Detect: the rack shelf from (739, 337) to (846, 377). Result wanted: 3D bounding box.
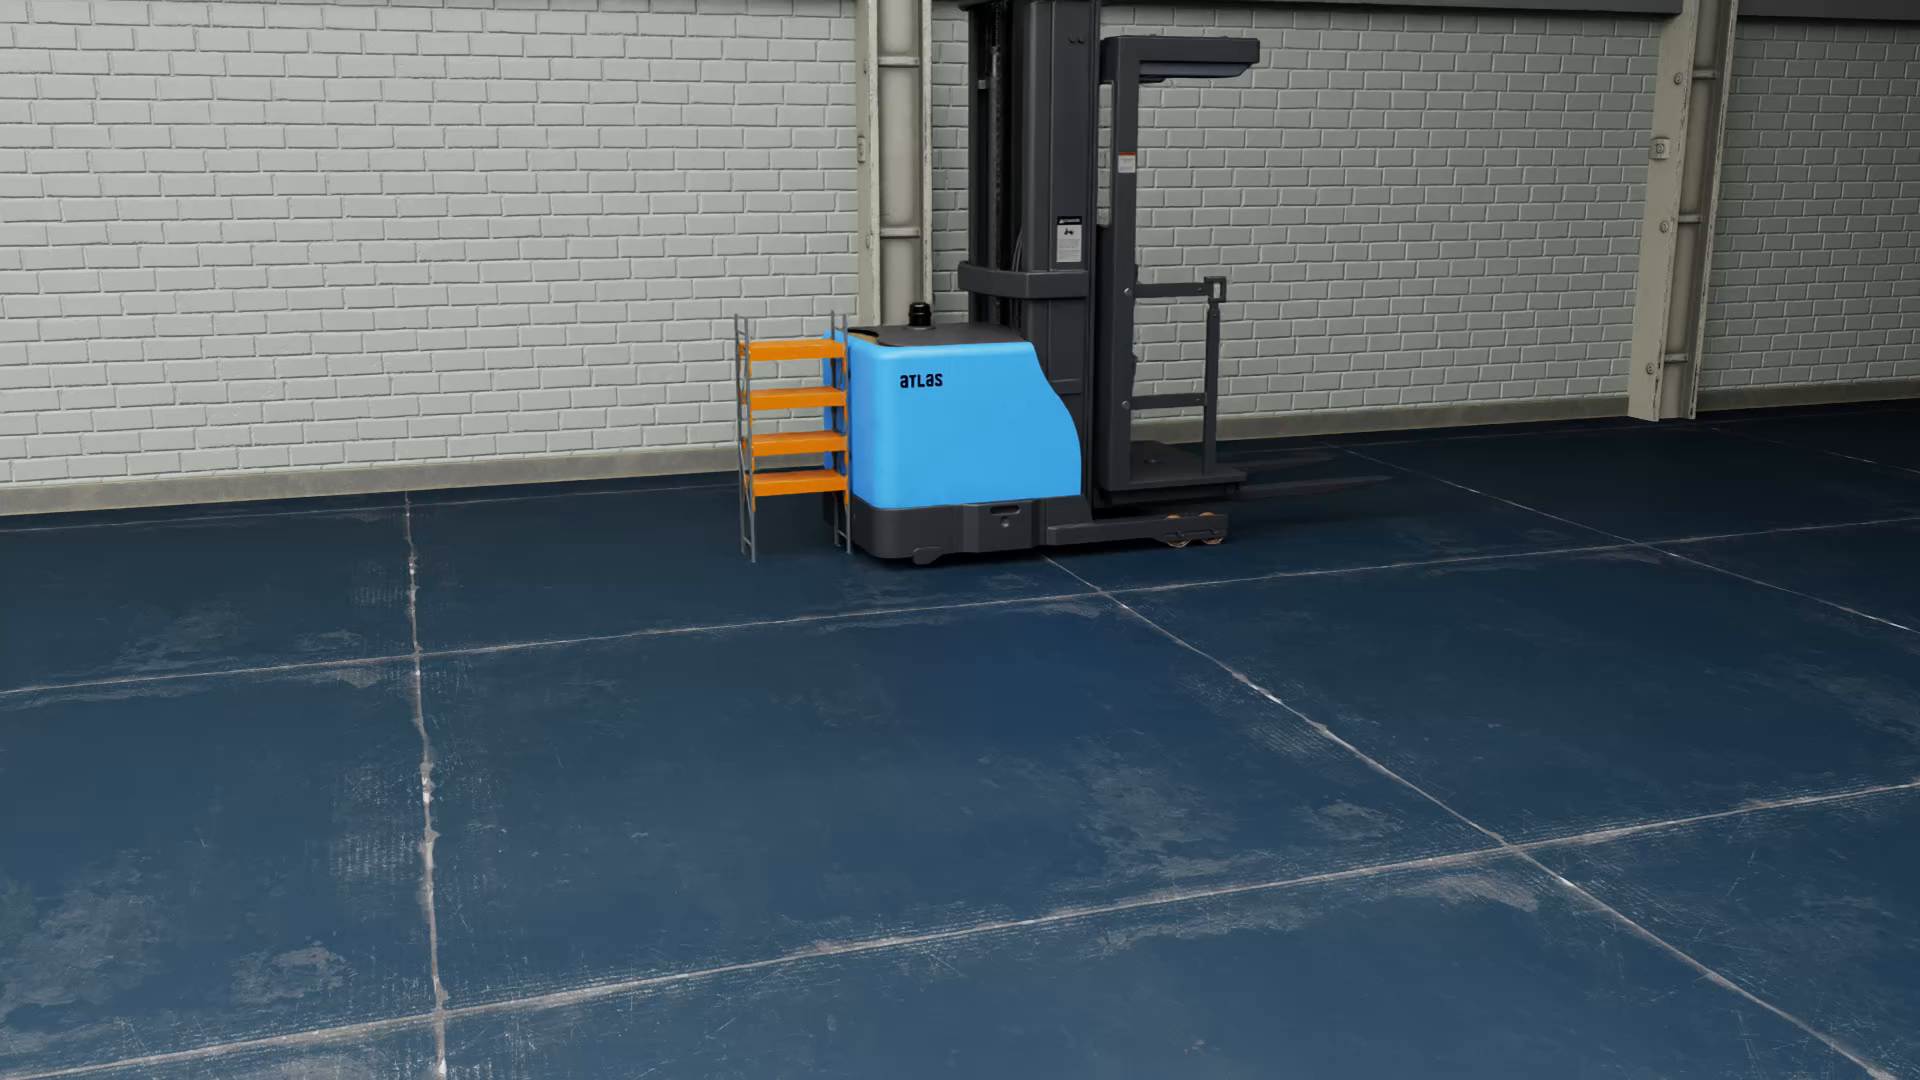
[{"bbox_3d":[-0.823,-0.896,8.120,0.480,0.148,0.258,-5,14,-20],"label":"rack shelf"}]

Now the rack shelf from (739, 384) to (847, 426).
[{"bbox_3d":[-0.823,-0.666,8.174,0.480,0.148,0.258,-5,14,-20],"label":"rack shelf"}]

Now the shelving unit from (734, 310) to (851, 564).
[{"bbox_3d":[-0.823,-0.514,8.211,0.503,1.200,0.258,-5,14,-20],"label":"shelving unit"}]

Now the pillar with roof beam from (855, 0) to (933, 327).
[{"bbox_3d":[0.970,-3.920,5.677,0.400,9.000,9.100,-4,14,-18],"label":"pillar with roof beam"}]

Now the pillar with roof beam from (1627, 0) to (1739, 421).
[{"bbox_3d":[6.656,-4.363,7.539,0.400,9.000,9.100,-4,14,-18],"label":"pillar with roof beam"}]

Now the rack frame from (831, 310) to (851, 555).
[{"bbox_3d":[-0.594,-0.534,8.293,0.015,1.200,0.240,-5,14,-20],"label":"rack frame"}]

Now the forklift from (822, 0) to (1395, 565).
[{"bbox_3d":[0.846,-1.495,8.593,3.031,2.935,1.130,-5,14,-20],"label":"forklift"}]

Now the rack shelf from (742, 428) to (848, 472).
[{"bbox_3d":[-0.823,-0.448,8.226,0.480,0.148,0.258,-5,14,-20],"label":"rack shelf"}]

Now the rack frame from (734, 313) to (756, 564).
[{"bbox_3d":[-1.052,-0.494,8.128,0.015,1.200,0.240,-5,14,-20],"label":"rack frame"}]

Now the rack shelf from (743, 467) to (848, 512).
[{"bbox_3d":[-0.823,-0.255,8.272,0.480,0.148,0.258,-5,14,-20],"label":"rack shelf"}]
